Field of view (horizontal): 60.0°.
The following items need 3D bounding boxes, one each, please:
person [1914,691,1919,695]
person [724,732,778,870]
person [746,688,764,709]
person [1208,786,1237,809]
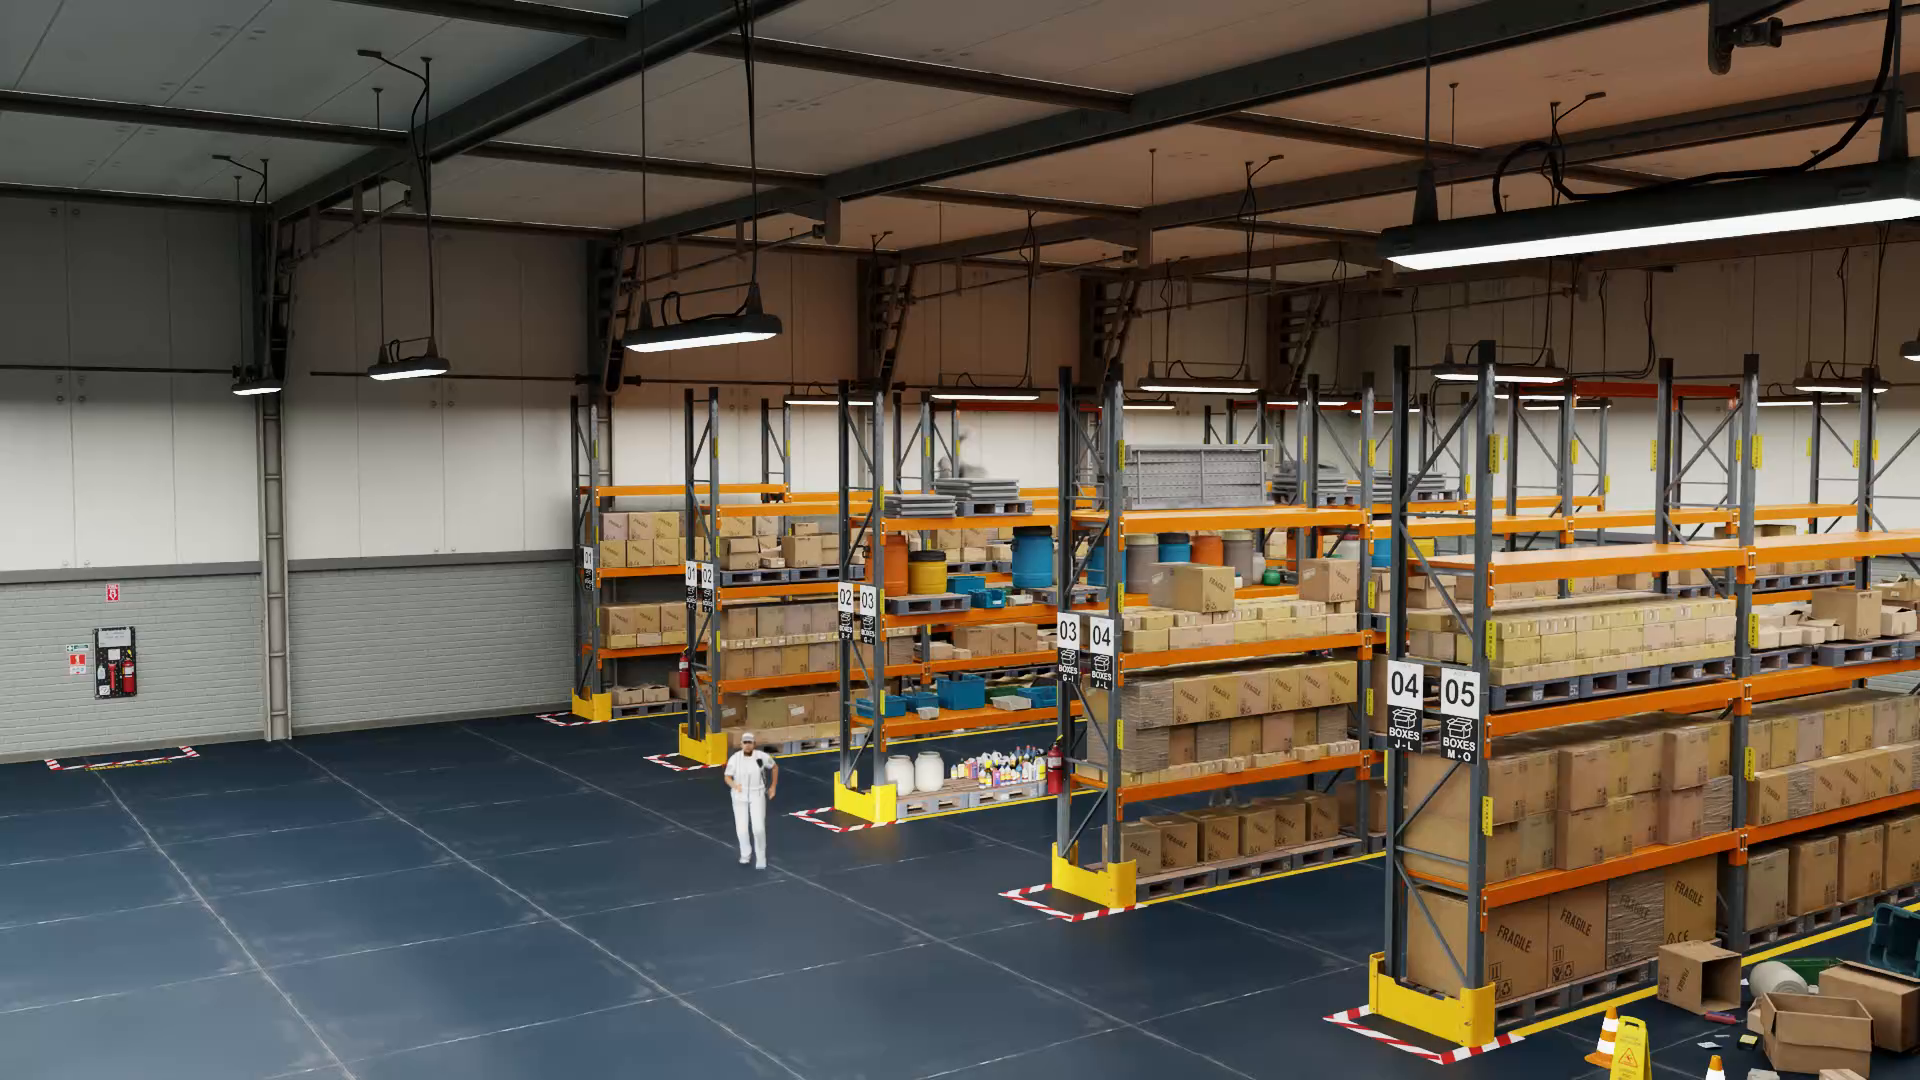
[{"bbox_3d":[13.328,2.951,23.113,0.728,1.721,0.564,-2,4,-32],"label":"person"},{"bbox_3d":[-2.517,3.149,19.999,0.633,1.694,0.673,0,3,-4],"label":"person"},{"bbox_3d":[-3.637,2.566,29.286,0.573,1.660,0.576,-3,4,-36],"label":"person"},{"bbox_3d":[3.591,2.927,22.778,0.822,1.809,0.661,-3,5,-41],"label":"person"}]
